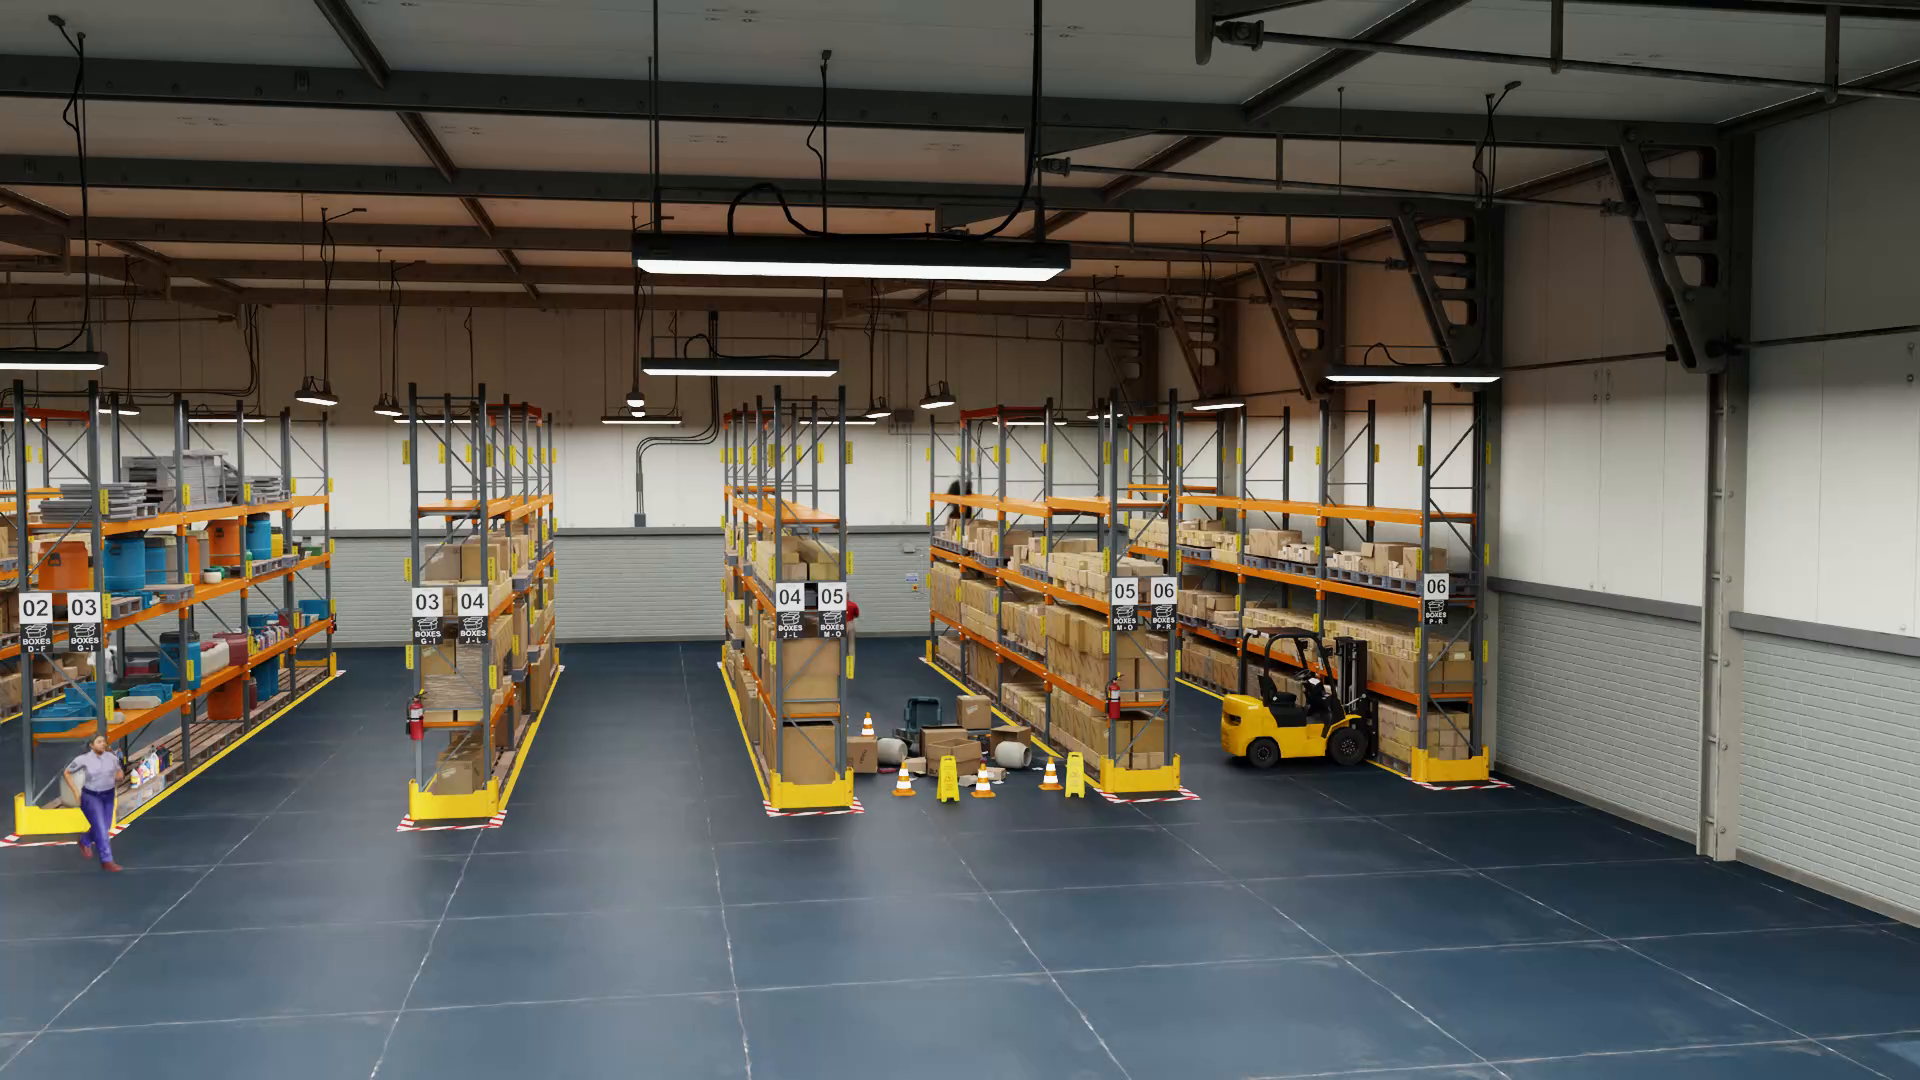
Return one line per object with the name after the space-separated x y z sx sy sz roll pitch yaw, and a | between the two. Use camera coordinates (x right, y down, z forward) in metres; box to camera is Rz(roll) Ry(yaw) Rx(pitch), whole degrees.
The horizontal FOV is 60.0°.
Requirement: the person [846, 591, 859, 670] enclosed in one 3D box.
-2.516 1.998 36.491 0.645 1.790 0.823 -1 3 -17 | person

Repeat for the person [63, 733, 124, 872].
-10.440 3.140 20.115 0.925 1.629 0.612 1 3 27 | person

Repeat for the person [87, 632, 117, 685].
-16.116 2.586 31.319 0.574 1.752 0.726 -1 3 -17 | person
